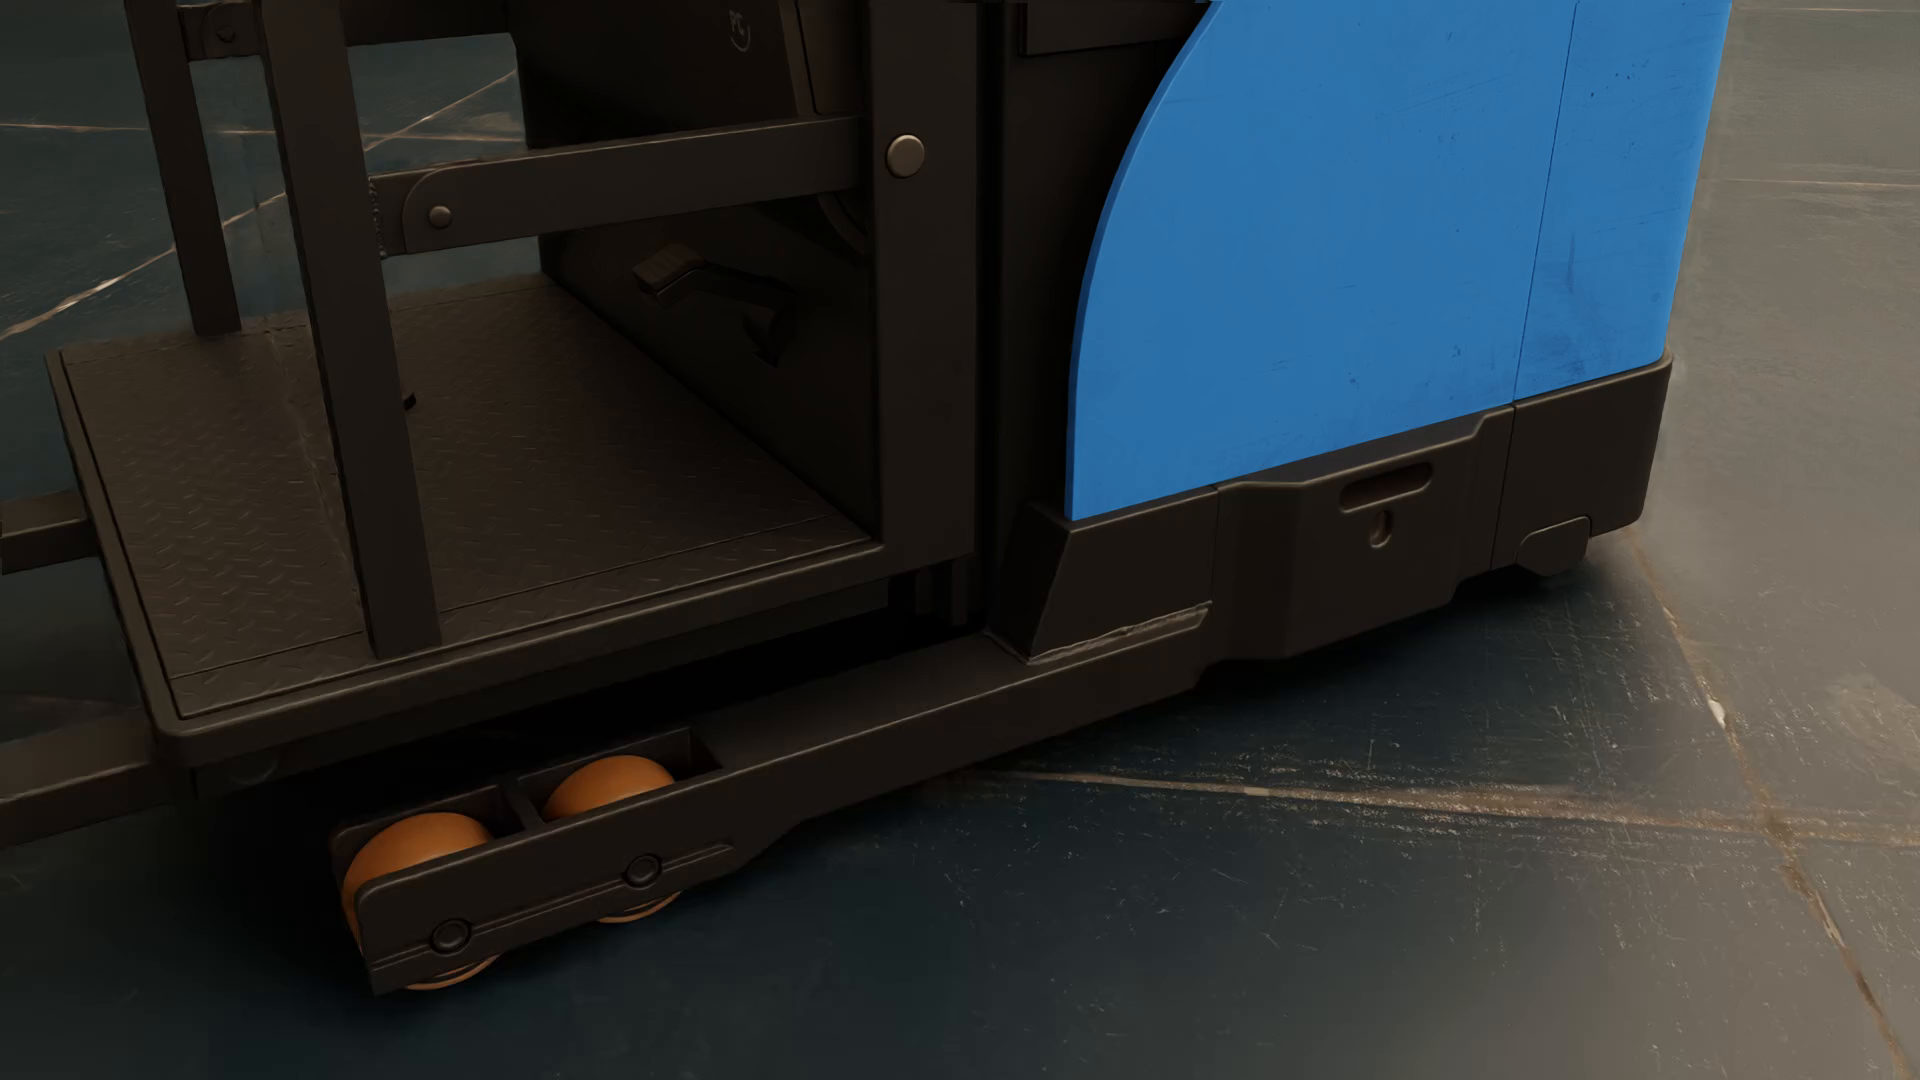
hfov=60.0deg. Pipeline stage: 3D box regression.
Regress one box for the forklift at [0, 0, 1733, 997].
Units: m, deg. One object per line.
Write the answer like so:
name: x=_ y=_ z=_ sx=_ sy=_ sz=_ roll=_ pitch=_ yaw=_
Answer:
forklift: x=-0.528 y=-1.144 z=1.510 sx=3.031 sy=2.935 sz=1.130 roll=-15 pitch=30 yaw=-27
